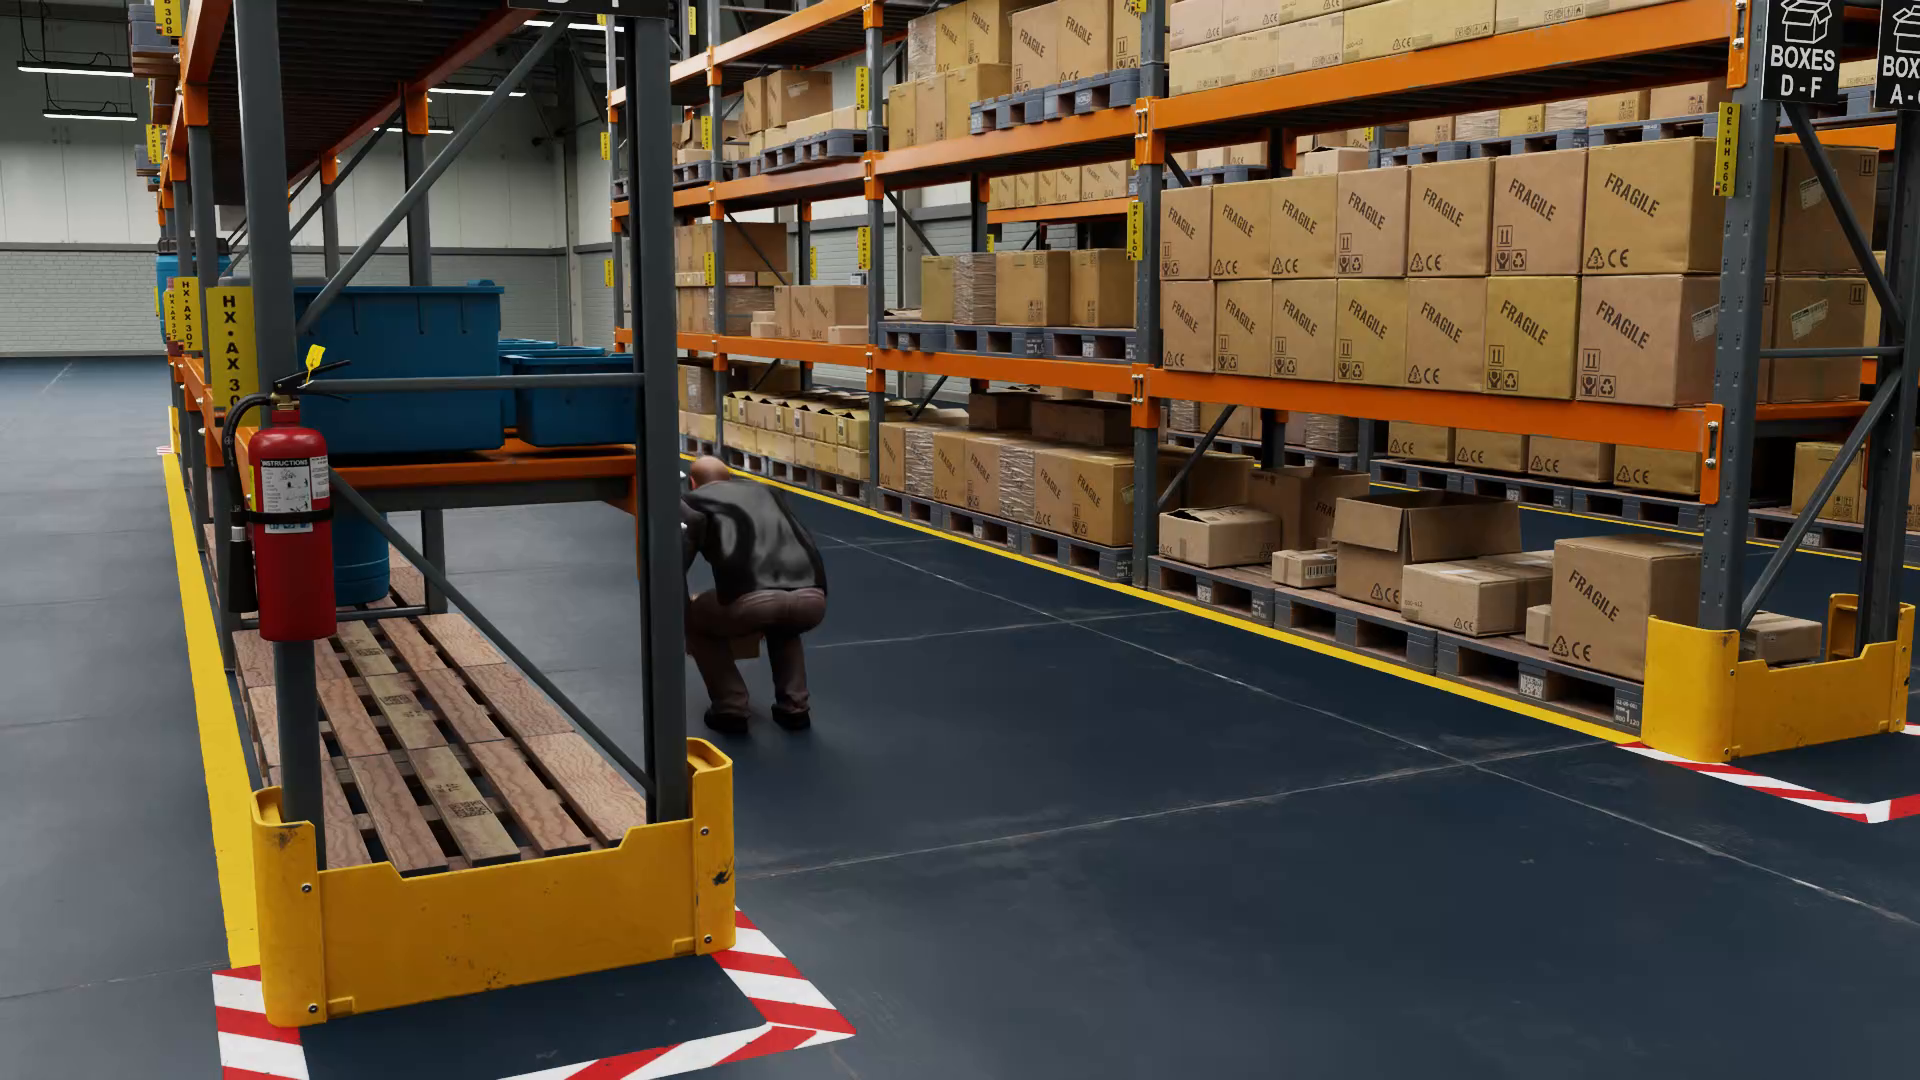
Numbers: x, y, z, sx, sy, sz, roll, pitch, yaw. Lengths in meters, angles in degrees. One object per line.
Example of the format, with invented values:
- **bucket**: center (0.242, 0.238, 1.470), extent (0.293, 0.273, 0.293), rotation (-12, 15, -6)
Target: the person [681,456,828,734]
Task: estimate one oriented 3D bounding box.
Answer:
- **person**: center (-0.885, 0.218, 6.718), extent (0.553, 1.062, 0.837), rotation (-4, 9, -26)
